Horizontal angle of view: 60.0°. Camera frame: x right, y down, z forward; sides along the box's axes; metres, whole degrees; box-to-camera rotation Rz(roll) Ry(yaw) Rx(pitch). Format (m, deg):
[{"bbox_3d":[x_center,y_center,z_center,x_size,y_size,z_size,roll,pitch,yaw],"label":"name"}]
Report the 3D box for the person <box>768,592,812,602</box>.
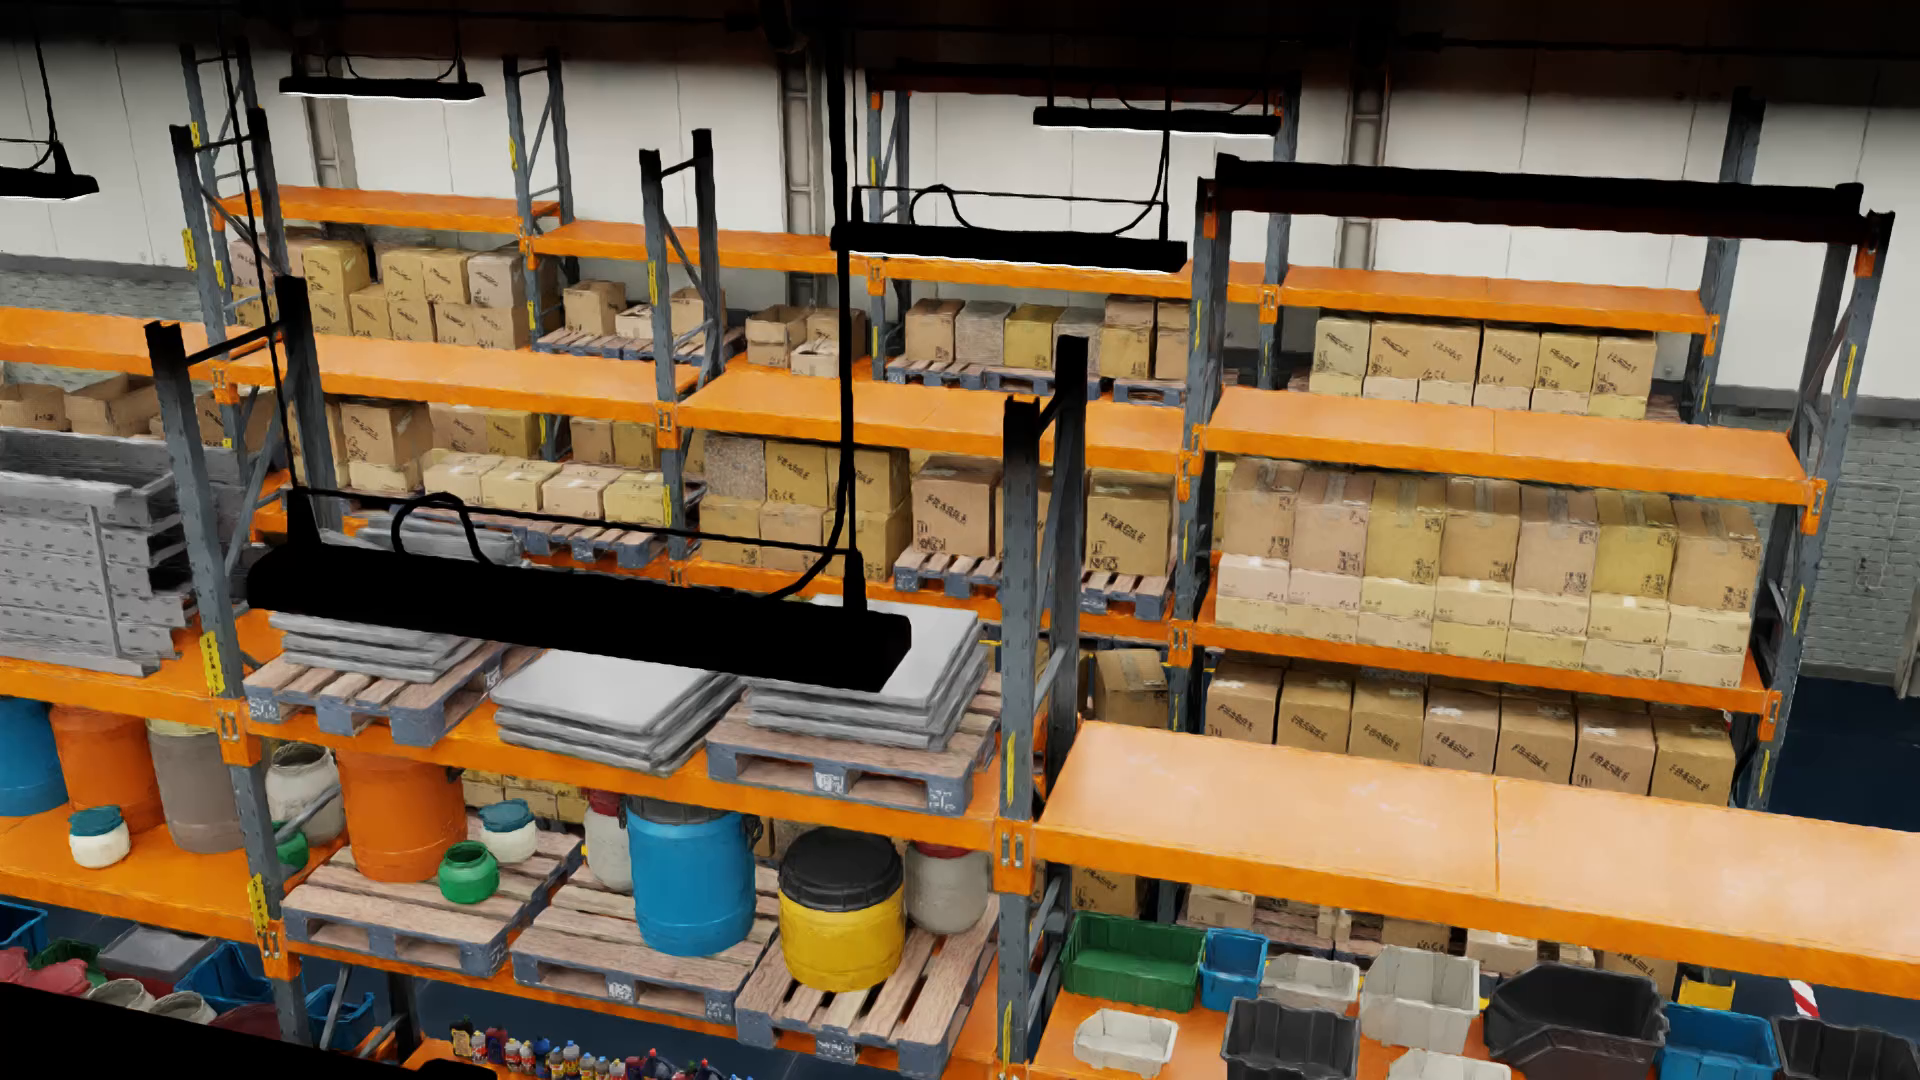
[{"bbox_3d":[-1.629,0.921,16.351,0.495,1.674,0.445,-5,23,-11],"label":"person"}]
